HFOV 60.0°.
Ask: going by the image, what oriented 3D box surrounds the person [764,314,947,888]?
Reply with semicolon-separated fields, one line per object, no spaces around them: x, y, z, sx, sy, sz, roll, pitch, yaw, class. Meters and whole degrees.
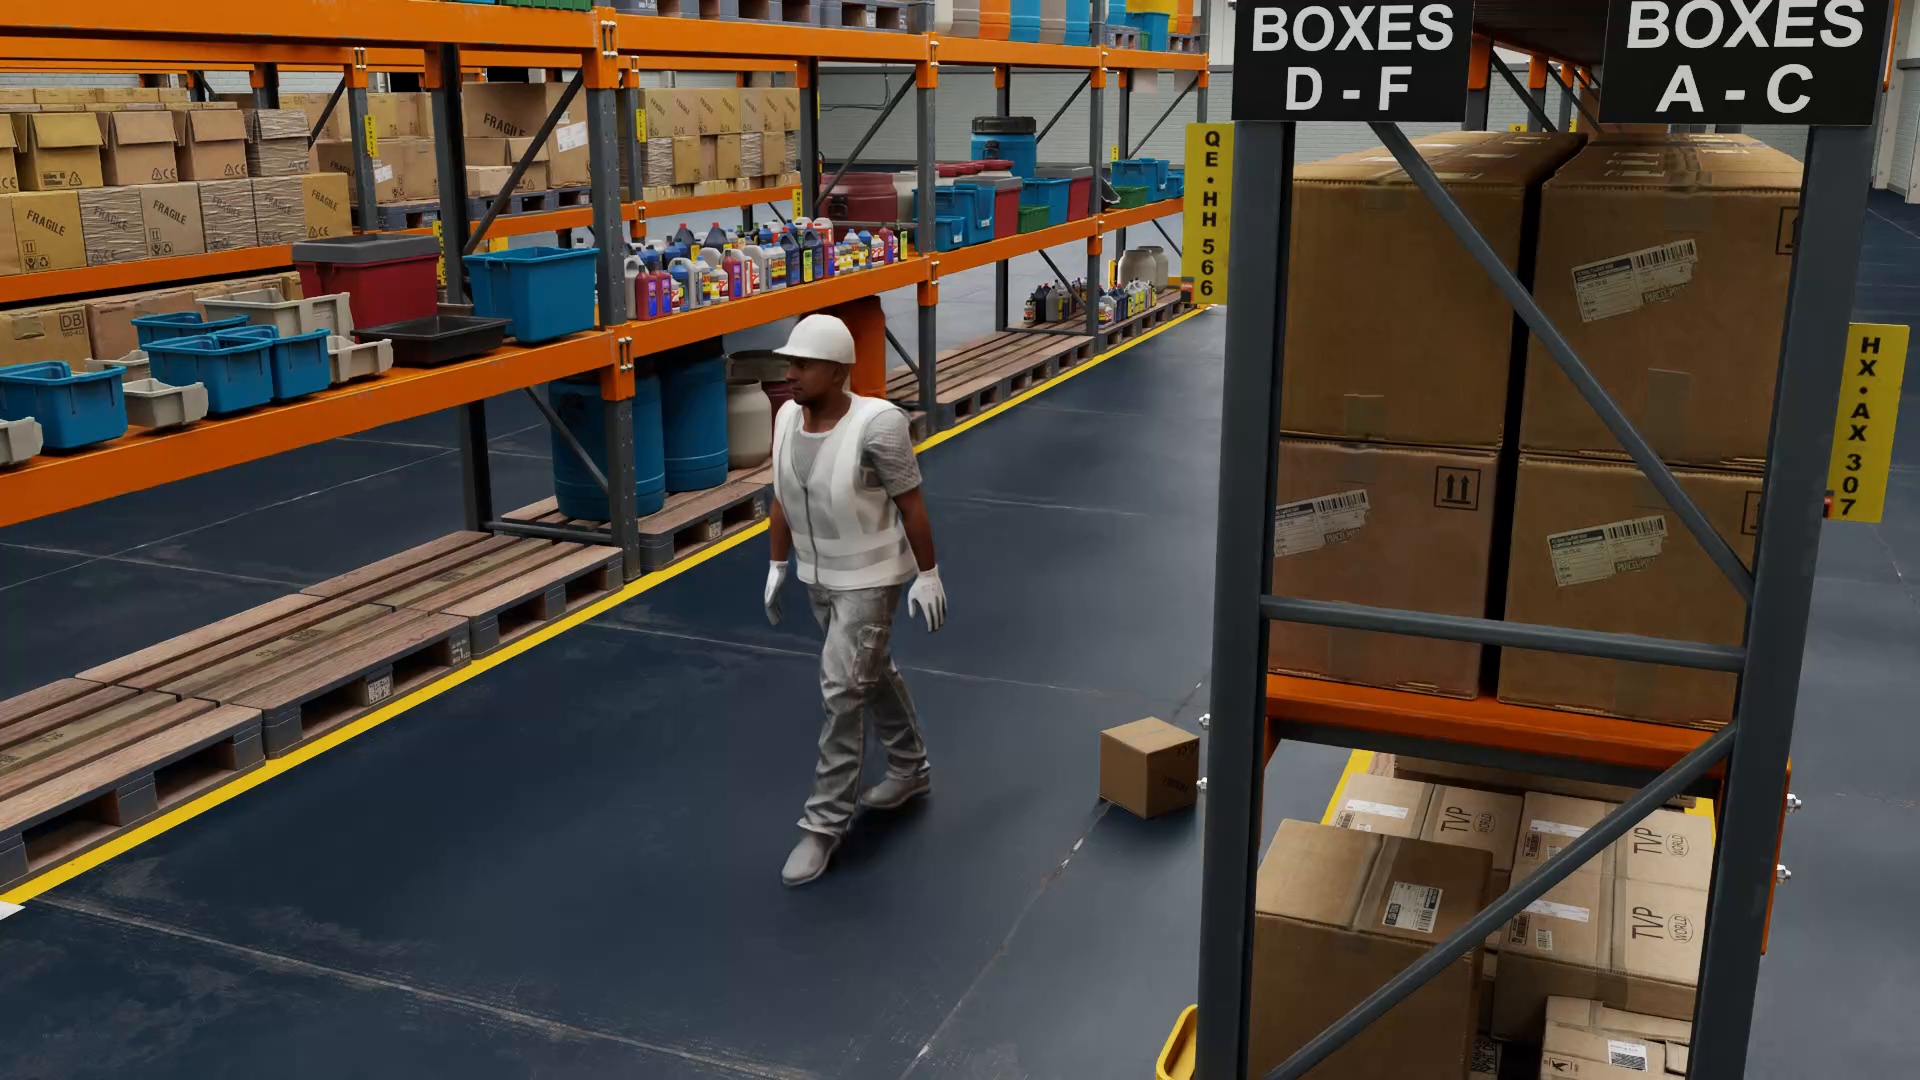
-0.397;0.145;5.466;0.795;1.778;0.592;-14;21;-42;person
